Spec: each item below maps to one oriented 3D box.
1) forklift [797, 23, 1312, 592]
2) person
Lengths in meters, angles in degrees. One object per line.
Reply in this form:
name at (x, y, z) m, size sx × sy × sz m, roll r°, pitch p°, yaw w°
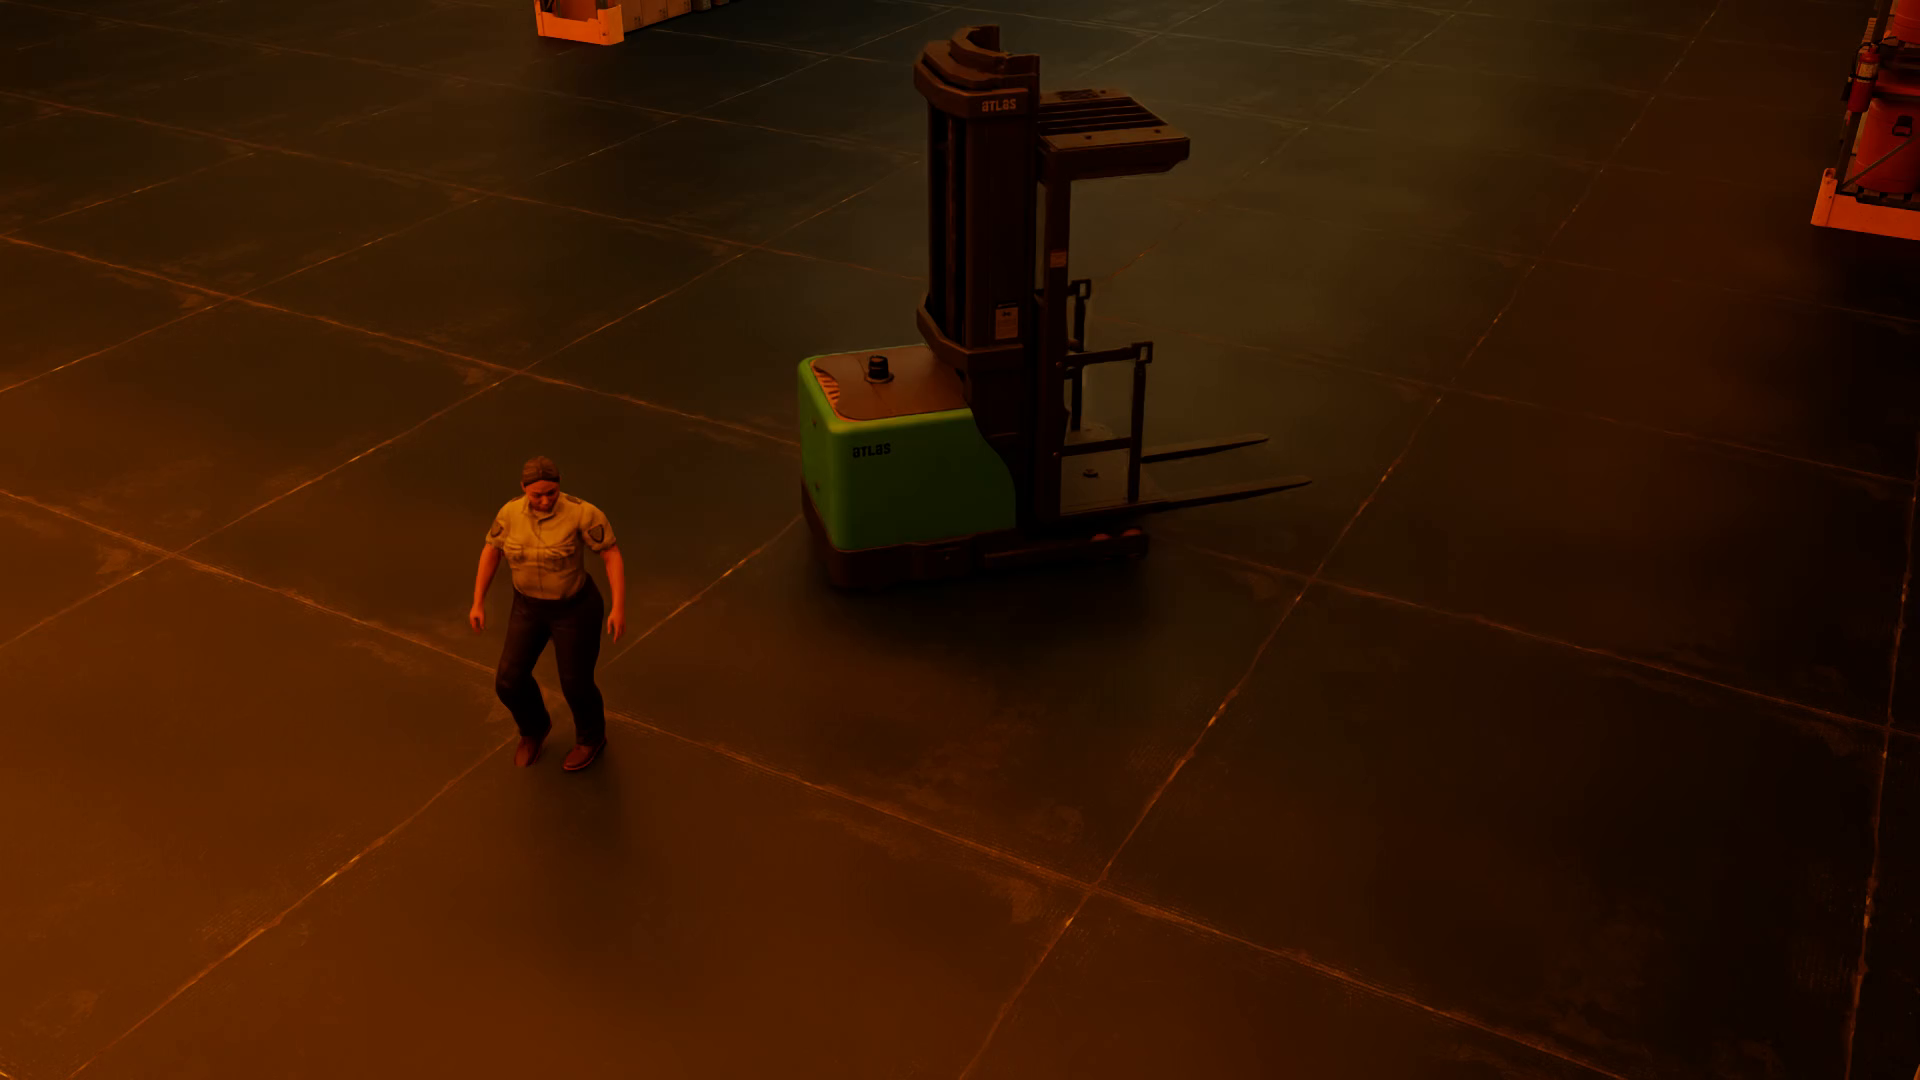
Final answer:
forklift at (0.611, -1.384, 9.469) m, size 3.031 × 2.935 × 1.130 m, roll -8°, pitch 31°, yaw -14°
person at (-1.880, 0.379, 7.764) m, size 0.796 × 1.661 × 0.465 m, roll 8°, pitch 31°, yaw 13°
